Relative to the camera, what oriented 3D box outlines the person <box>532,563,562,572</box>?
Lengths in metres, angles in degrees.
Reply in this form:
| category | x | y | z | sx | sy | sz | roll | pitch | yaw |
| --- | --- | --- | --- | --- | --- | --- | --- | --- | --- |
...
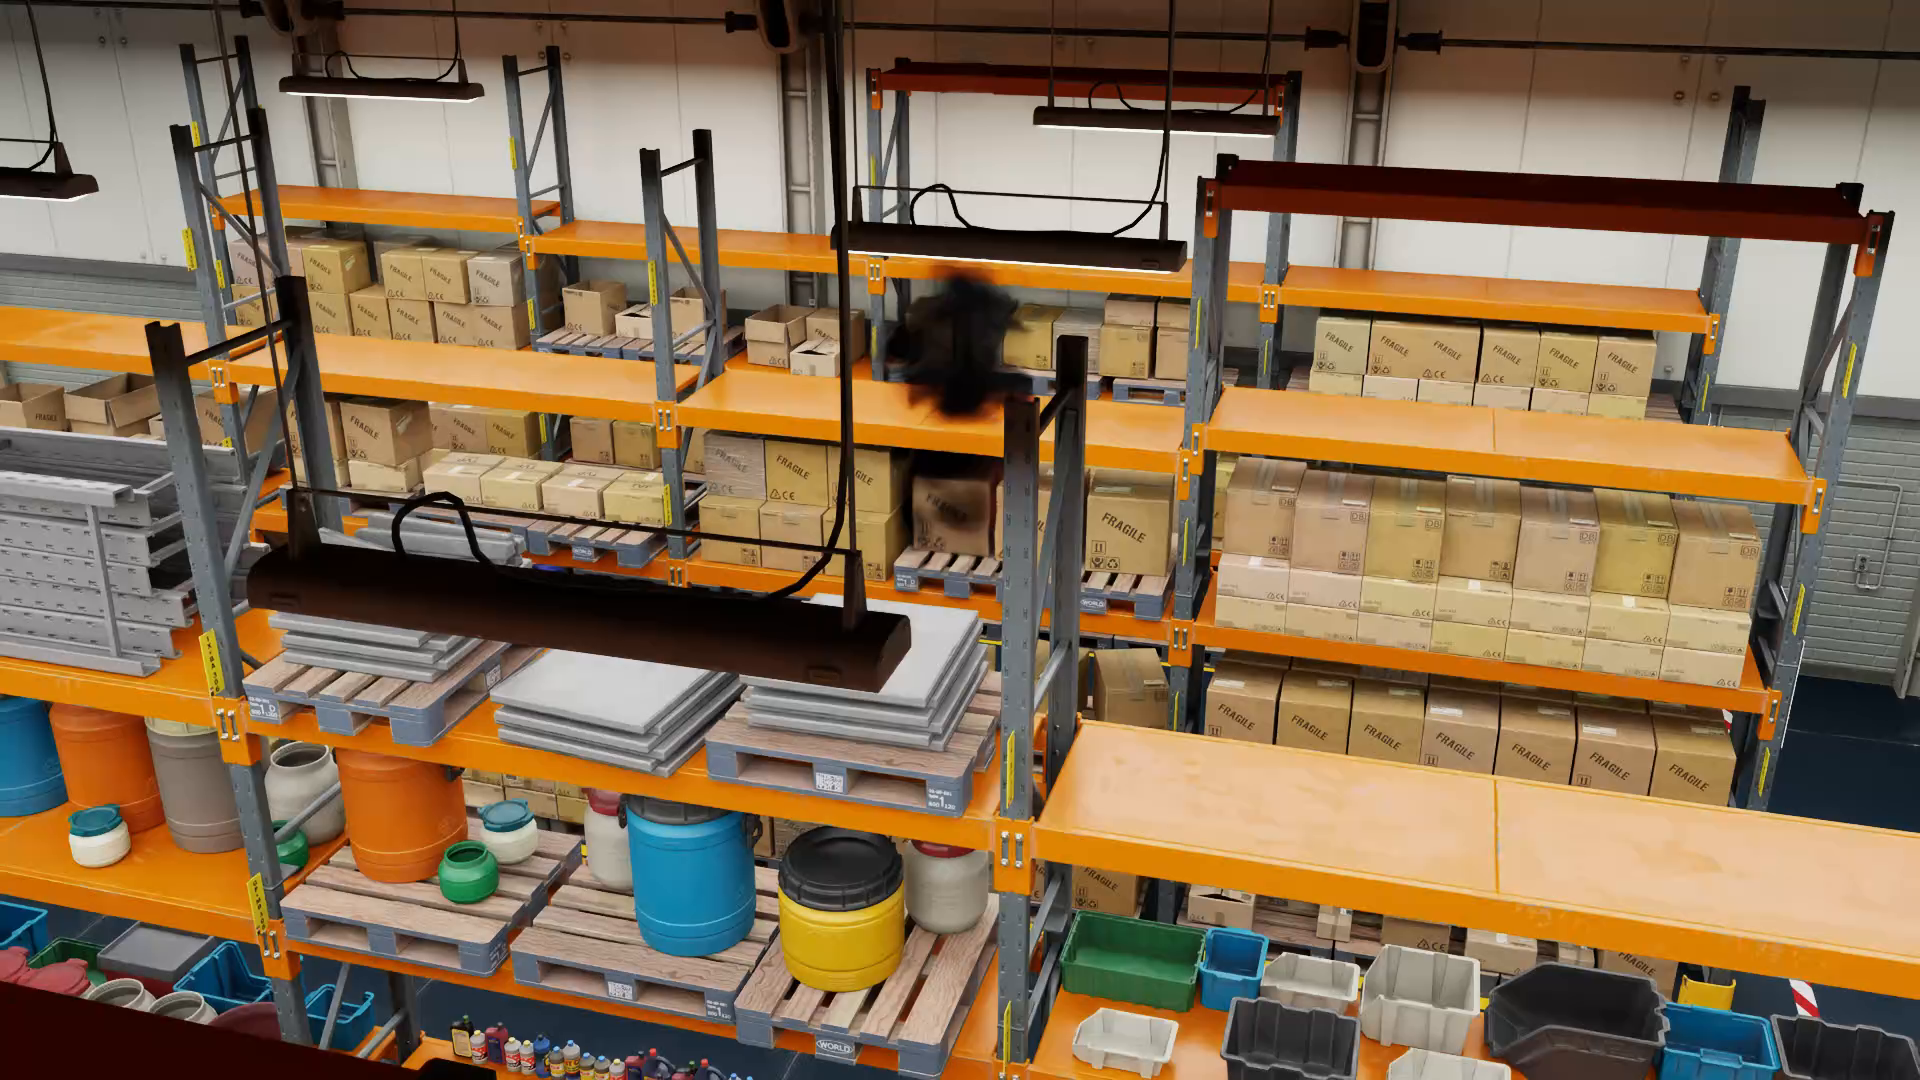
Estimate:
| category | x | y | z | sx | sy | sz | roll | pitch | yaw |
| --- | --- | --- | --- | --- | --- | --- | --- | --- | --- |
| person | -4.185 | 0.737 | 16.965 | 0.742 | 1.612 | 0.573 | 5 | 23 | 11 |
